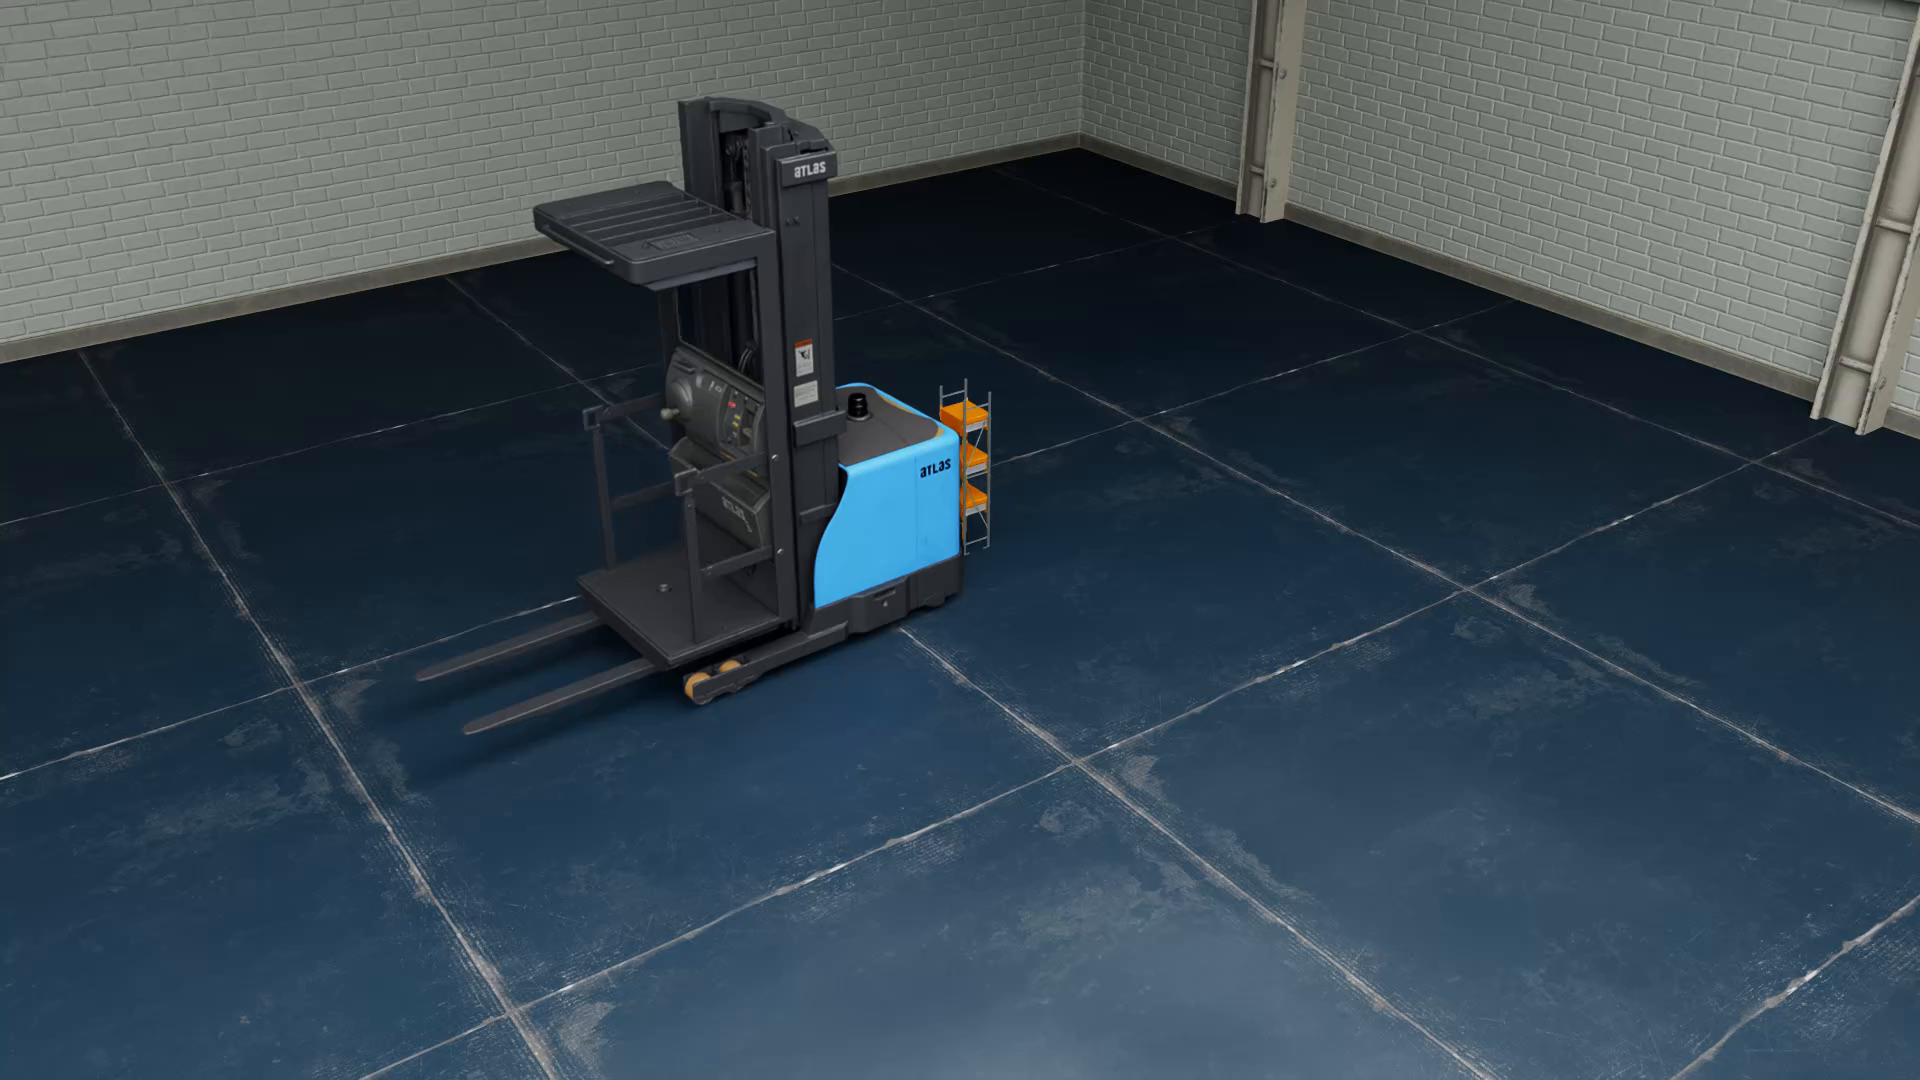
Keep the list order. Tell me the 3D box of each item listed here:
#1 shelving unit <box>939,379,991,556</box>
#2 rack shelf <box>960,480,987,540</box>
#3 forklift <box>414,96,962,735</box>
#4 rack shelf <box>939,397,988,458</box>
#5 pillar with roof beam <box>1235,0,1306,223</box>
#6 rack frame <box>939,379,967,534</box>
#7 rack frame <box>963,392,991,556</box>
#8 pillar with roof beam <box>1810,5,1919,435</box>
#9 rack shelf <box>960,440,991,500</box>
[{"bbox_3d":[0.031,-0.441,10.188,0.215,1.050,0.252,-19,34,-31],"label":"shelving unit"},{"bbox_3d":[0.031,-0.187,10.325,0.215,0.259,0.240,-19,34,-31],"label":"rack shelf"},{"bbox_3d":[-1.462,-0.698,8.691,3.031,2.935,1.130,-20,35,-33],"label":"forklift"},{"bbox_3d":[0.031,-0.681,10.057,0.215,0.259,0.240,-19,34,-31],"label":"rack shelf"},{"bbox_3d":[-0.552,-5.958,12.018,9.100,9.000,0.400,-19,34,-31],"label":"pillar with roof beam"},{"bbox_3d":[-0.040,-0.488,10.275,0.200,1.050,0.008,-19,34,-31],"label":"rack frame"},{"bbox_3d":[0.102,-0.393,10.100,0.200,1.050,0.008,-19,34,-31],"label":"rack frame"},{"bbox_3d":[2.928,-3.625,7.723,9.100,9.000,0.400,-19,34,-31],"label":"pillar with roof beam"},{"bbox_3d":[0.031,-0.431,10.193,0.215,0.259,0.240,-19,34,-31],"label":"rack shelf"}]
